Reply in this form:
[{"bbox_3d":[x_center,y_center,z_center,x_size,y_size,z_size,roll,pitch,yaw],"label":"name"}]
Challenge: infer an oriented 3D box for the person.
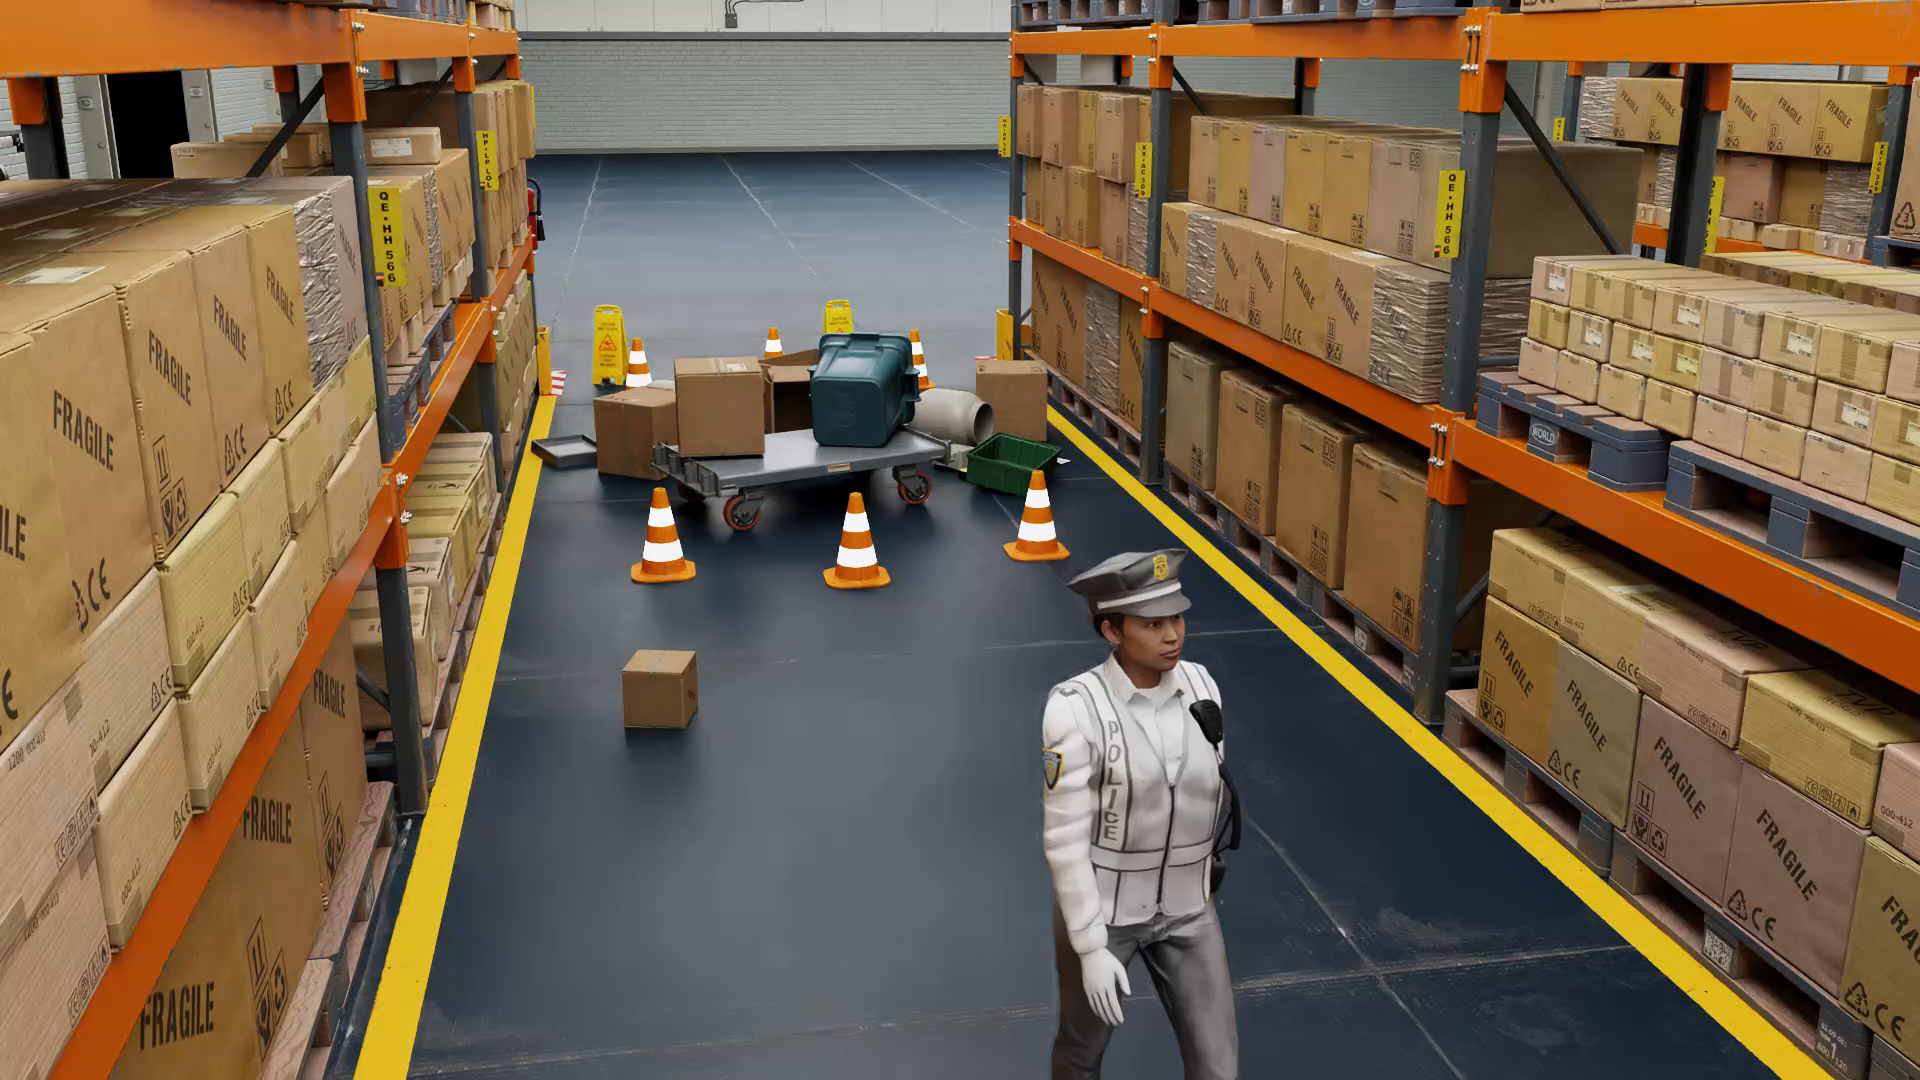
[{"bbox_3d":[0.417,0.841,3.615,0.485,1.682,0.807,-6,17,-18],"label":"person"}]
